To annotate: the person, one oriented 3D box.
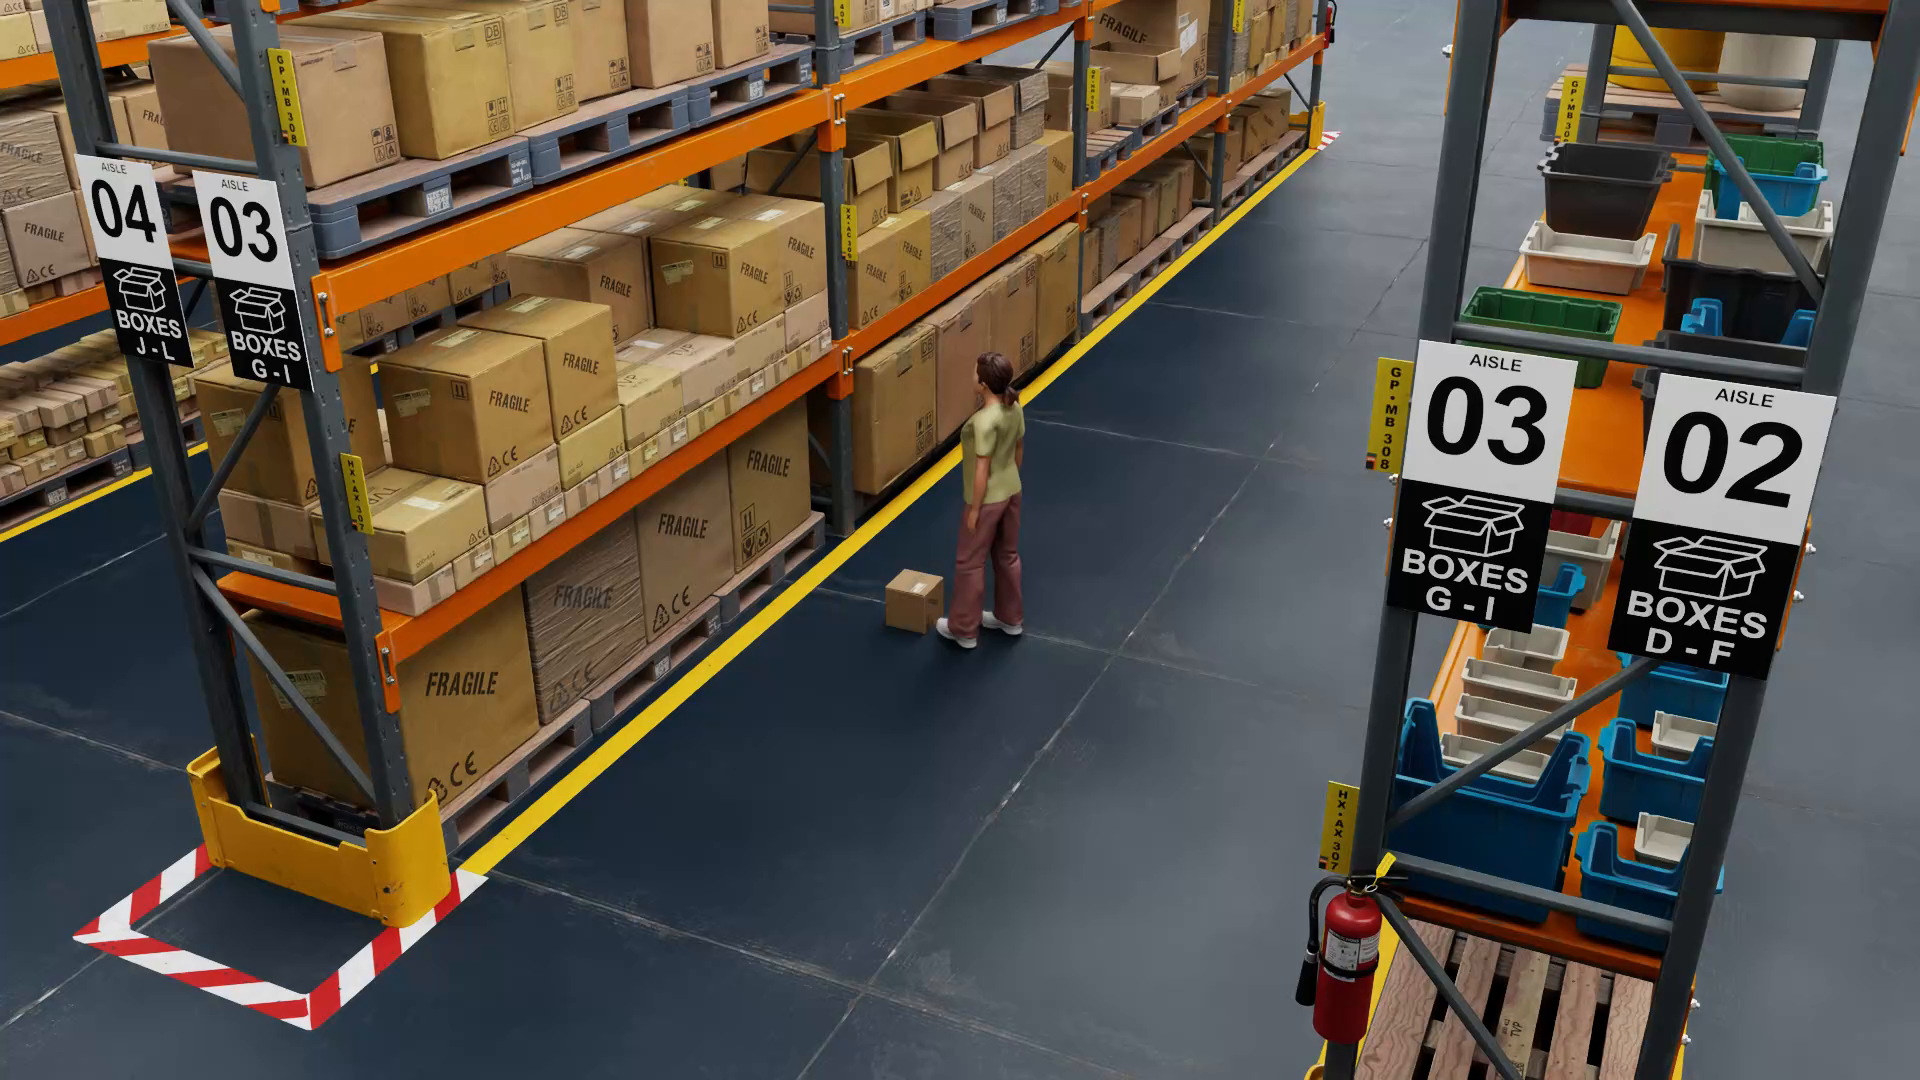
[{"bbox_3d":[0.116,-0.231,9.038,0.442,1.674,0.491,16,30,29],"label":"person"}]
